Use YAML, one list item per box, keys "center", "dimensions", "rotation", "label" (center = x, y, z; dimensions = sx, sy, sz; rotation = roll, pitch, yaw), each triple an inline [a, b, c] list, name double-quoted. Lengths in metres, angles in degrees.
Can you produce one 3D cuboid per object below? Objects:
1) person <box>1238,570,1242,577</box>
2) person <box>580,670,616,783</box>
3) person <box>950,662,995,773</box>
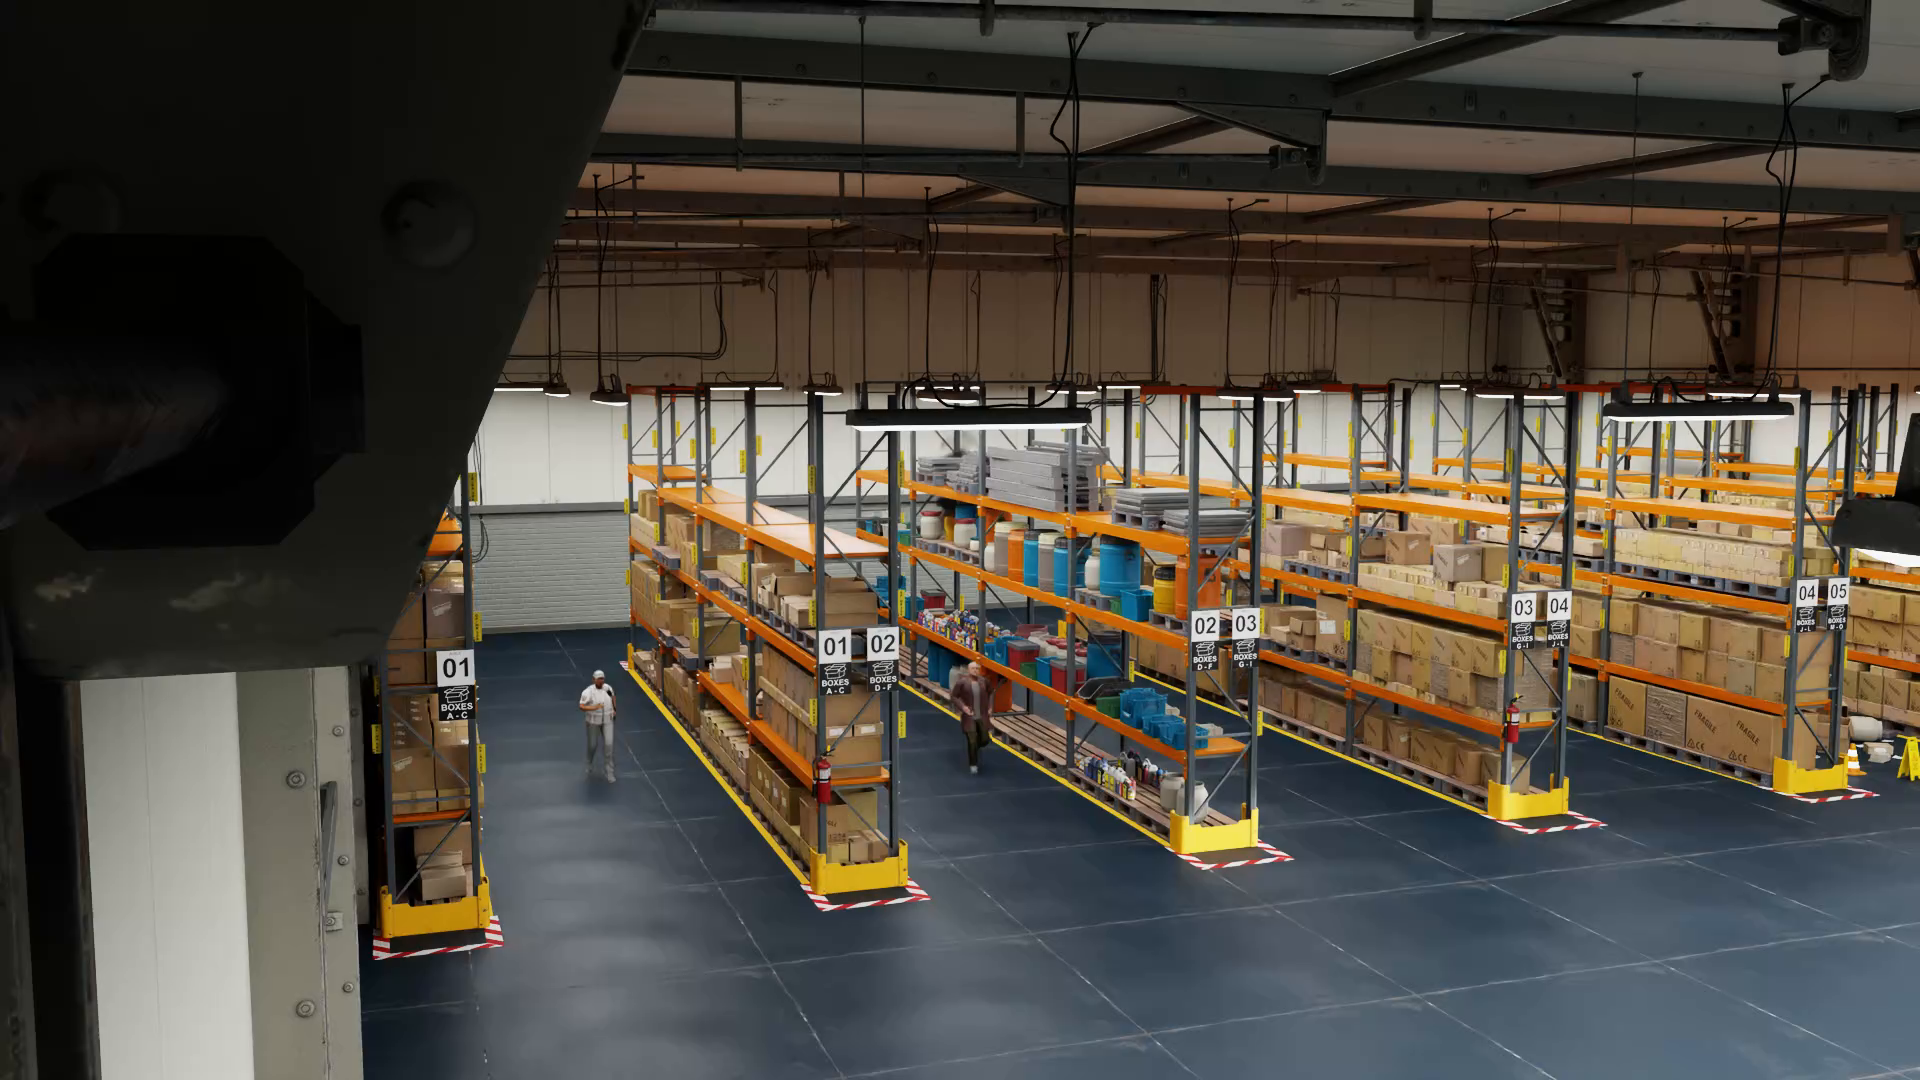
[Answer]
- center: [6.367, 1.495, 38.422]
  dimensions: [0.671, 1.779, 0.792]
  rotation: [-1, 6, -10]
  label: "person"
- center: [-5.583, 2.839, 25.687]
  dimensions: [0.624, 1.694, 0.875]
  rotation: [-3, 7, -27]
  label: "person"
- center: [0.216, 2.777, 26.187]
  dimensions: [0.746, 1.739, 0.661]
  rotation: [-2, 6, -16]
  label: "person"
